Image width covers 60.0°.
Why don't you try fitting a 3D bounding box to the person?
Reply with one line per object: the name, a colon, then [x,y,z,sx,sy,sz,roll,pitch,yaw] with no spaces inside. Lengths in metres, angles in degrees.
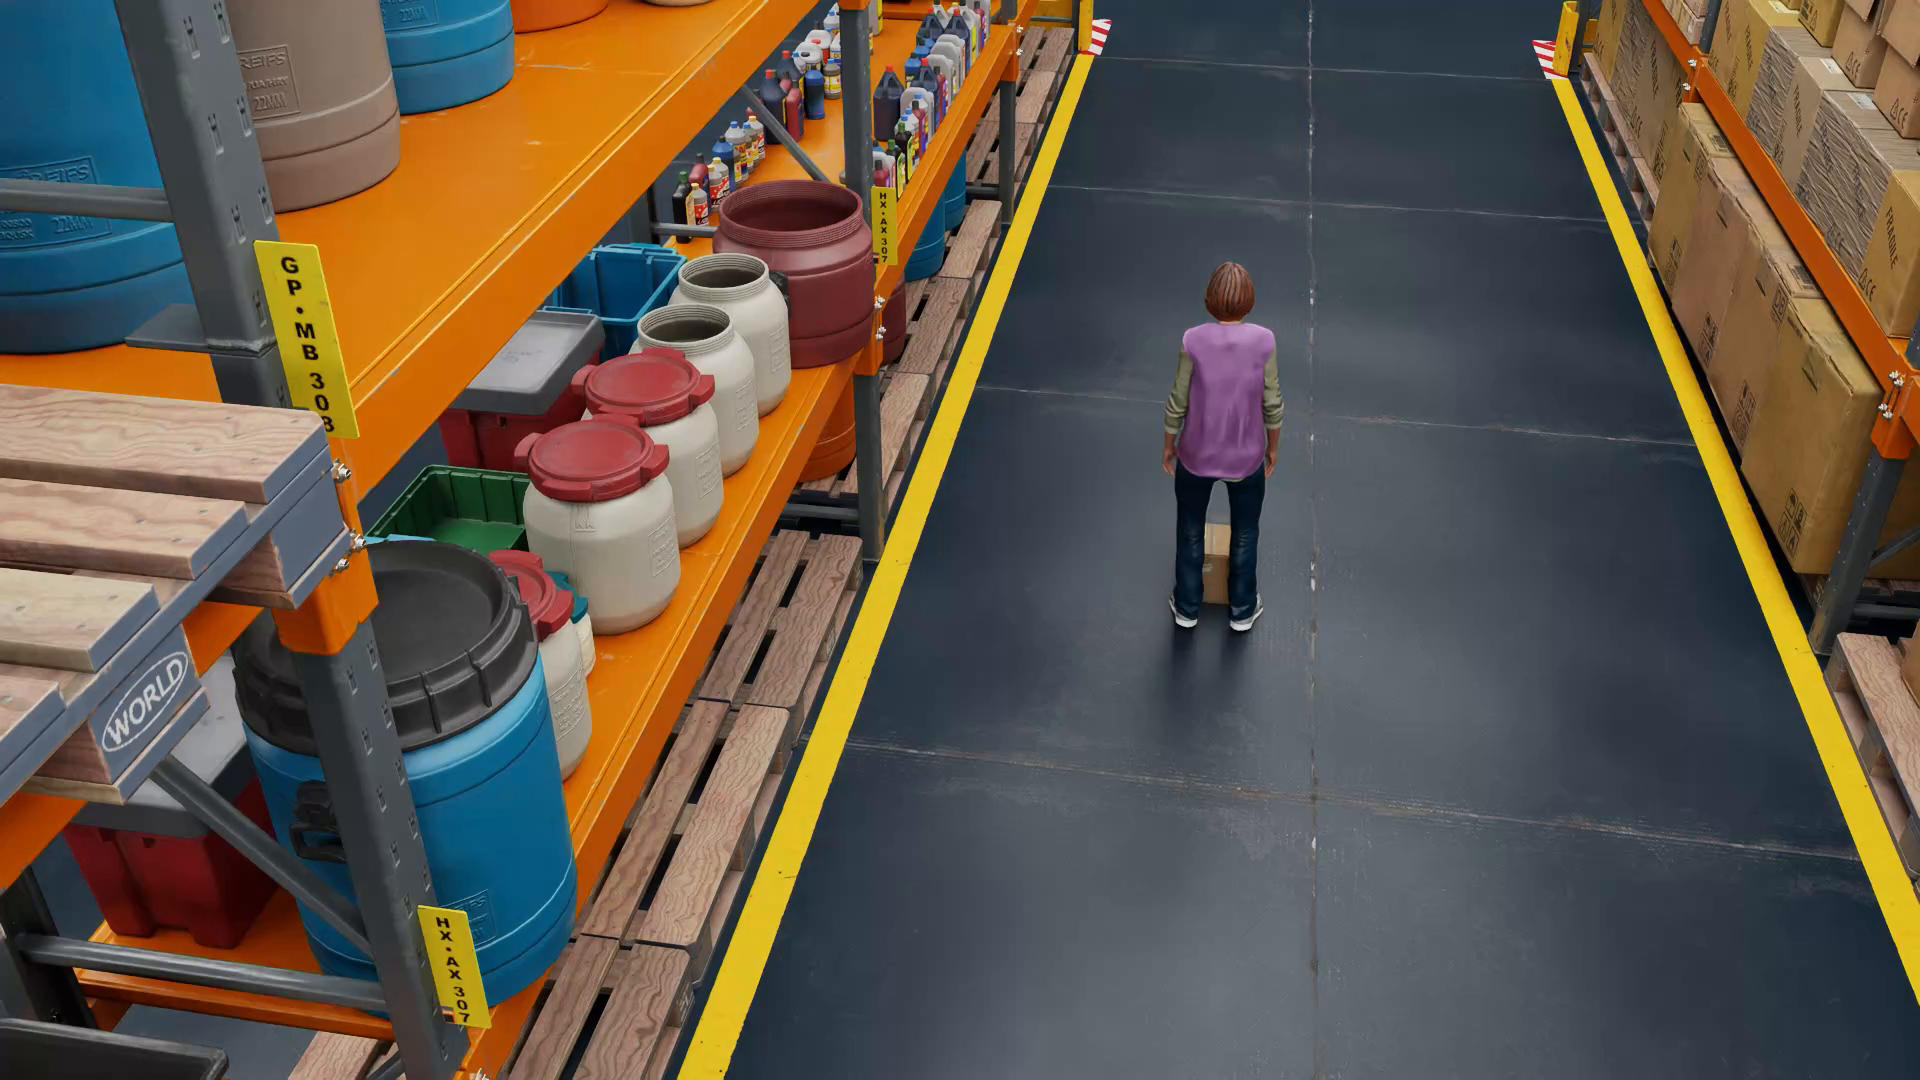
person: [1.049,-0.338,6.672,0.484,1.593,0.345,3,33,5]
